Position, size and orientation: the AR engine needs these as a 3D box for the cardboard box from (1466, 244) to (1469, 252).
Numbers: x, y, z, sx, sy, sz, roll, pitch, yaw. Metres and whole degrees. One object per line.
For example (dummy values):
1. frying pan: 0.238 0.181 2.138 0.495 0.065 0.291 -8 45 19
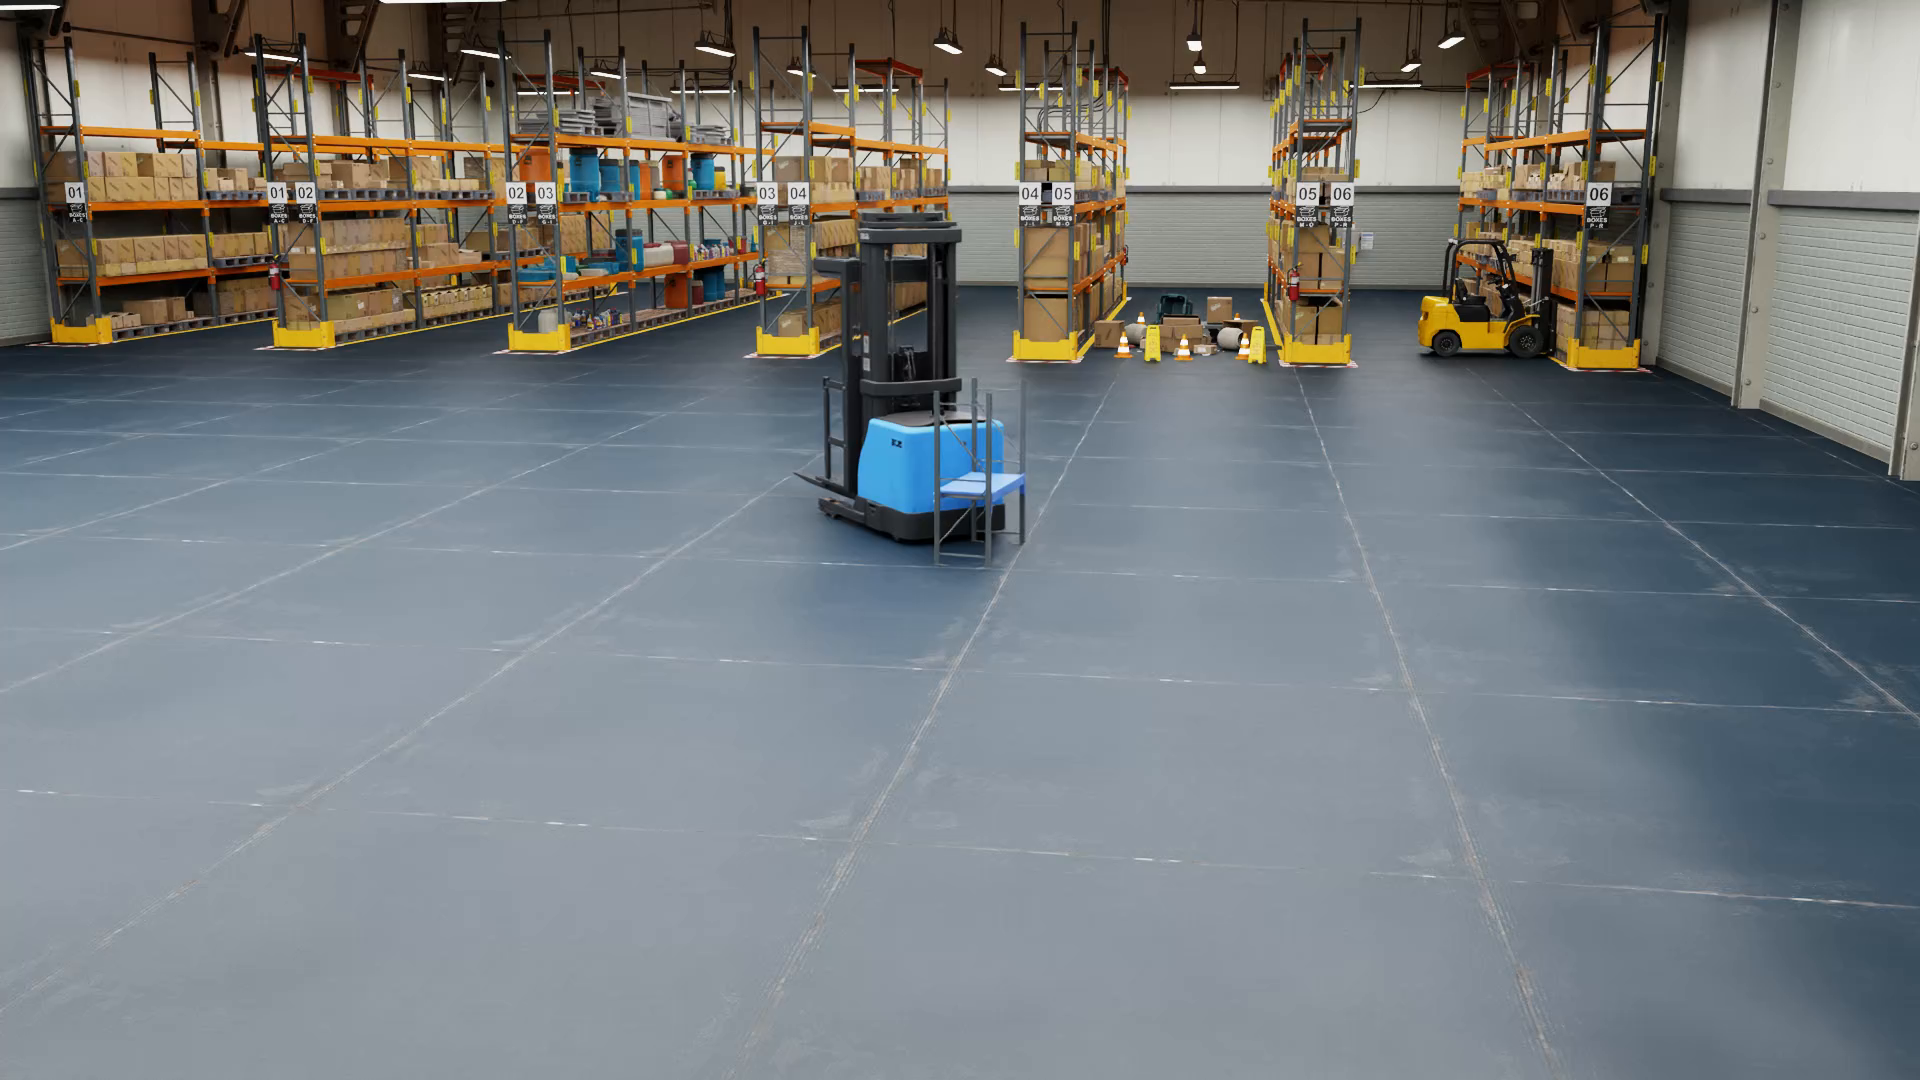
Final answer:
1. cardboard box: 13.313 -7.542 42.776 0.500 0.250 0.500 2 12 7

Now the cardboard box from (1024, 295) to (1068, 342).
1. cardboard box: 1.625 -4.152 31.442 0.875 0.875 0.875 2 12 9

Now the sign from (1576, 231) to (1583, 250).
1. sign: 10.864 -5.245 29.157 0.100 0.325 0.005 2 12 9

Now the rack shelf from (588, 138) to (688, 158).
1. rack shelf: -7.271 -8.819 37.467 1.077 0.370 4.000 2 12 9

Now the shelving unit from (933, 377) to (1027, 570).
1. shelving unit: 0.185 -0.600 14.475 0.538 1.500 1.048 4 13 18

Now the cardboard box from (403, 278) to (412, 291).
1. cardboard box: -15.840 -7.243 46.677 0.700 0.500 0.500 2 12 8

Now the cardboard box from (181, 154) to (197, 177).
1. cardboard box: -17.176 -8.239 36.580 0.500 0.500 0.500 1 12 4

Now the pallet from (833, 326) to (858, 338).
1. pallet: -2.753 -4.352 34.945 1.003 0.211 1.213 2 12 9

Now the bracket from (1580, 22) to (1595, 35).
1. bracket: 12.904 -10.525 34.182 0.235 0.232 0.430 2 12 9

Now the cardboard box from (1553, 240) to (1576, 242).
1. cardboard box: 11.690 -5.719 32.185 0.380 0.149 0.250 2 12 8

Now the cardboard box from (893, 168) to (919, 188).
1. cardboard box: -1.393 -9.456 43.416 0.700 0.500 0.500 1 12 5

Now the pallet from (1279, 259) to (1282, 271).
1. pallet: 7.719 -6.122 36.995 1.213 0.211 1.003 2 12 9

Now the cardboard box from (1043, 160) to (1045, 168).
1. cardboard box: 1.382 -7.016 31.034 0.380 0.149 0.250 2 12 10

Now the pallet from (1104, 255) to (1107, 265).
1. pallet: 2.821 -6.565 39.050 1.213 0.211 1.003 2 12 9

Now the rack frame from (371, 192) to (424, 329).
1. rack frame: -12.472 -6.178 36.798 1.000 3.000 0.127 2 12 9

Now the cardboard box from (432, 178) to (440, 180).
1. cardboard box: -15.372 -10.322 48.028 0.500 0.250 0.500 2 12 10

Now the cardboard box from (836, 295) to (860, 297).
1. cardboard box: -2.391 -5.192 37.110 0.700 0.500 0.500 1 12 4

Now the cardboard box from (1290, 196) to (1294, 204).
1. cardboard box: 6.463 -6.451 31.539 0.380 0.149 0.250 2 12 8

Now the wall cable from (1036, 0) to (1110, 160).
1. wall cable: 3.437 -13.925 50.869 2.277 5.999 0.120 2 12 9

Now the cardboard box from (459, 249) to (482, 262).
1. cardboard box: -11.956 -6.893 40.326 0.500 0.311 0.500 3 12 12

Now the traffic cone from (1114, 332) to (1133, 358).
1. traffic cone: 3.071 -3.666 31.165 0.336 0.463 0.334 2 12 9

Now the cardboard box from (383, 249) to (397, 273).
1. cardboard box: -12.609 -6.025 35.847 0.700 0.500 0.500 2 12 8

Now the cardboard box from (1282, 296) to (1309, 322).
1. cardboard box: 6.750 -4.649 33.452 0.500 0.500 0.500 2 12 11

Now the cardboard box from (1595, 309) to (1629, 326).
1. cardboard box: 11.659 -3.986 29.784 0.500 0.250 0.500 2 12 8

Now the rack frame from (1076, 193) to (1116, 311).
1. rack frame: 3.432 -7.340 42.189 1.000 3.000 0.127 2 12 9

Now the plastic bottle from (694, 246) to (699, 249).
1. plastic bottle: -6.852 -7.461 43.047 0.152 0.276 0.135 2 12 9

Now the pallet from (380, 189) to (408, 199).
1. pallet: -12.578 -7.423 35.663 1.003 0.211 1.213 2 12 9

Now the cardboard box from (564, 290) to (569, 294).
1. cardboard box: -10.963 -6.825 45.135 0.500 0.311 0.500 2 12 9

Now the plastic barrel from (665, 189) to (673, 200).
1. plastic barrel: -6.950 -8.187 39.367 0.294 0.245 0.294 0 12 0

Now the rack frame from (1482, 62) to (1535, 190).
1. rack frame: 13.243 -9.973 40.168 1.000 3.000 0.127 2 12 9

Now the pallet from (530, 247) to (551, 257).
1. pallet: -11.472 -7.587 43.790 1.003 0.211 1.213 2 12 9

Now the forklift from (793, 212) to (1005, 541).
1. forklift: -0.735 -1.687 16.123 1.130 2.935 3.031 -7 14 -28

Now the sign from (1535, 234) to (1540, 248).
1. sign: 11.475 -5.918 33.031 0.100 0.325 0.005 2 12 9

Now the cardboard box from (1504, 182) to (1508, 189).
1. cardboard box: 12.565 -8.038 37.716 0.380 0.149 0.250 2 12 9

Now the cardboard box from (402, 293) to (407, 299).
1. cardboard box: -12.693 -5.407 37.419 0.500 0.311 0.500 2 12 9

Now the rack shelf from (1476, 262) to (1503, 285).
1. rack shelf: 12.936 -6.273 38.944 1.077 0.370 4.000 2 12 9

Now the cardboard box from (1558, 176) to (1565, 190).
1. cardboard box: 11.485 -6.731 31.328 0.396 0.266 0.258 2 12 7

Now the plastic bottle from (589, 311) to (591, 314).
1. plastic bottle: -7.978 -4.780 35.716 0.061 0.283 0.133 2 12 9

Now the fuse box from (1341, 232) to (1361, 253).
1. fuse box: 11.851 -8.480 50.535 0.539 1.711 0.414 2 12 9

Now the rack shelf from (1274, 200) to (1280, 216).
1. rack shelf: 8.031 -7.899 39.370 1.077 0.370 4.000 2 12 9

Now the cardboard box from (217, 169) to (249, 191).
1. cardboard box: -17.015 -8.426 38.876 0.500 0.500 0.500 1 12 7

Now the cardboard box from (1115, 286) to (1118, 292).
1. cardboard box: 3.967 -6.633 43.971 0.380 0.149 0.250 2 12 8

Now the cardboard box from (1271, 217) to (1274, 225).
1. cardboard box: 8.378 -8.161 43.389 0.500 0.500 0.500 2 12 9

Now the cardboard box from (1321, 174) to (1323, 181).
1. cardboard box: 7.014 -6.819 31.356 0.380 0.149 0.250 2 12 10

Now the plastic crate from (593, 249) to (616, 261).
1. plastic crate: -7.806 -6.159 36.557 0.402 0.464 0.583 2 12 9

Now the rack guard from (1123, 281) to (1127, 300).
1. rack guard: 4.035 -6.935 46.243 1.175 0.500 0.348 2 12 9

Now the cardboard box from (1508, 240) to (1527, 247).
1. cardboard box: 12.288 -6.517 36.594 0.380 0.149 0.250 2 12 10

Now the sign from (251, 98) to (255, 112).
1. sign: -17.301 -10.655 40.736 0.100 0.325 0.005 2 12 9

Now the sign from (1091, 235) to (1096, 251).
1. sign: 2.750 -6.119 34.280 0.100 0.325 0.005 2 12 9

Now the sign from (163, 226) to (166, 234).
1. sign: -17.916 -6.921 37.497 0.100 0.325 0.005 2 12 9
